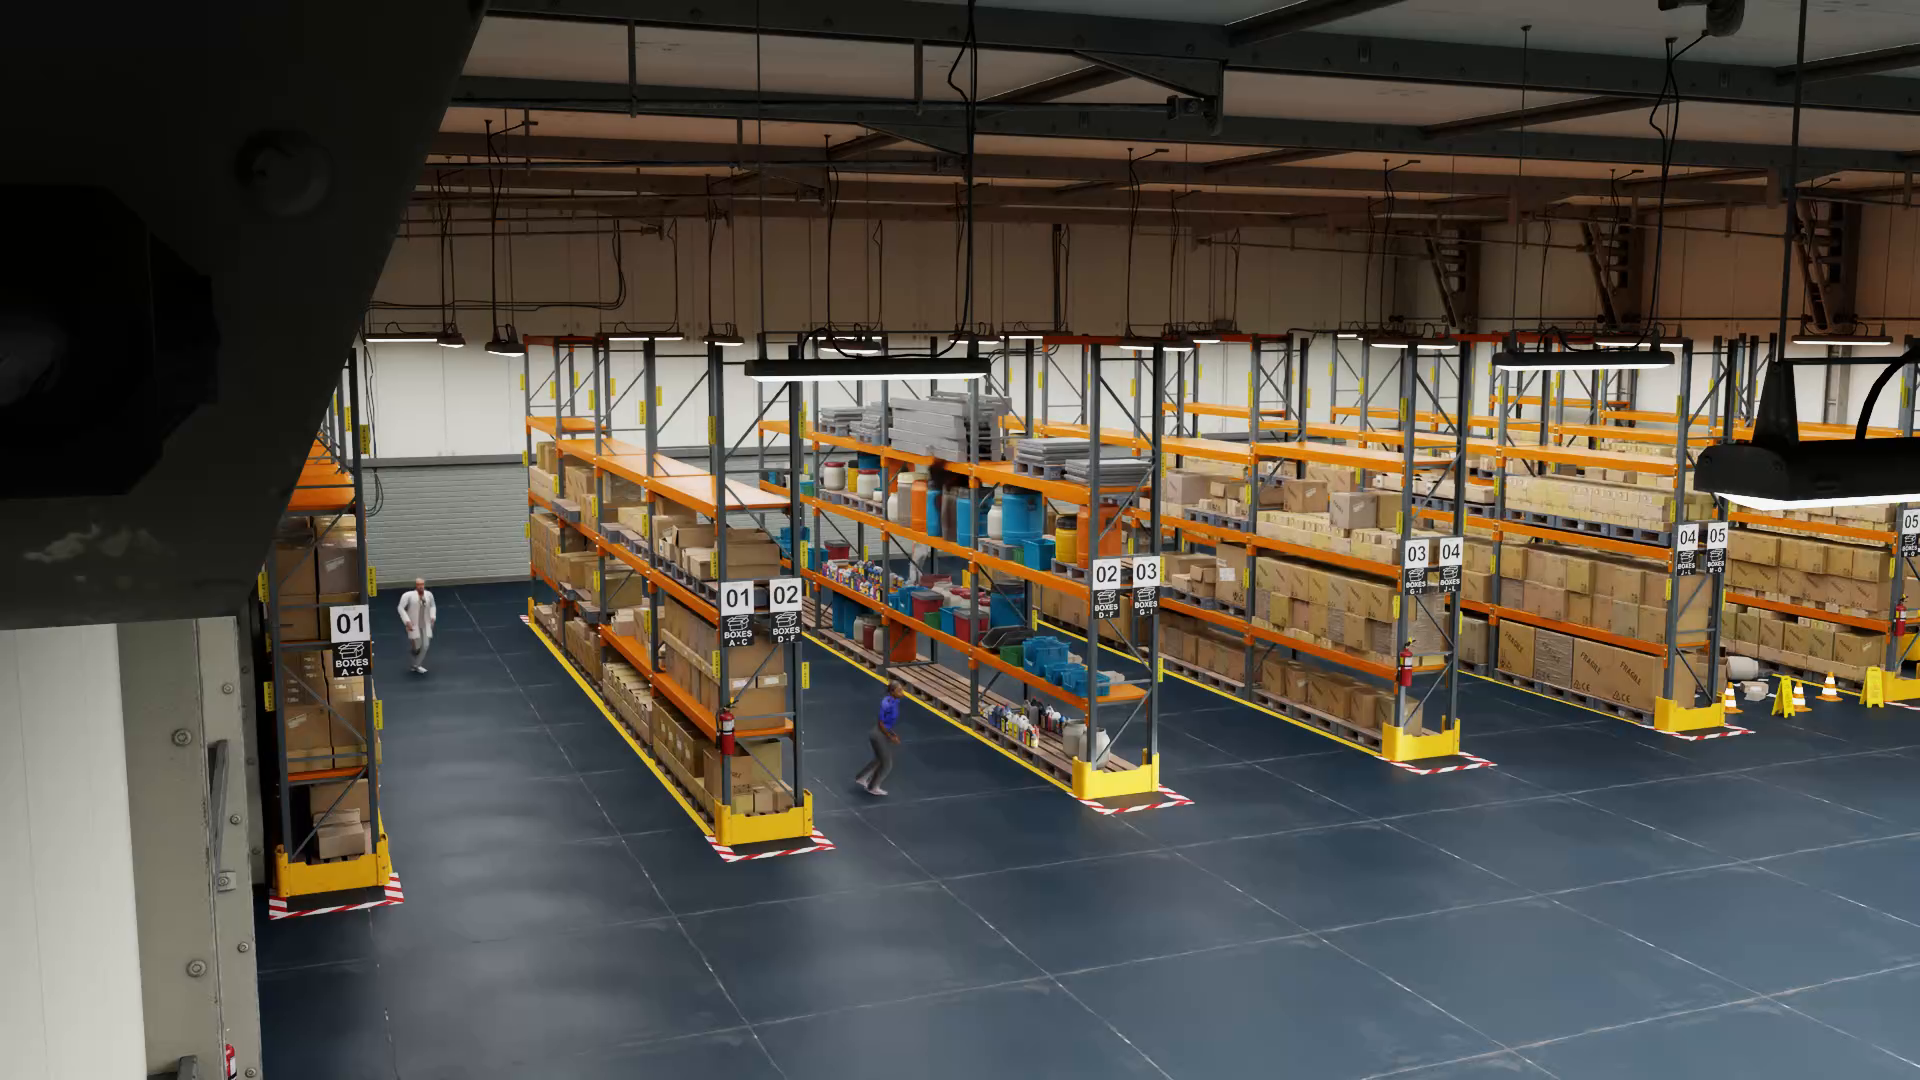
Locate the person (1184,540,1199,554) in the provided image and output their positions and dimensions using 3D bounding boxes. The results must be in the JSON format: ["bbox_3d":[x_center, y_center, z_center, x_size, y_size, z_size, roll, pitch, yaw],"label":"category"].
[{"bbox_3d":[5.875,-0.002,41.742,0.615,1.606,0.613,3,8,20],"label":"person"}]

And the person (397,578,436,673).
[{"bbox_3d":[-9.758,1.538,29.903,0.716,1.674,0.637,-6,10,-38],"label":"person"}]

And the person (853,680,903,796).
[{"bbox_3d":[-1.096,2.627,22.125,0.718,1.588,0.570,1,8,6],"label":"person"}]

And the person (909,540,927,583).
[{"bbox_3d":[-0.999,0.368,38.630,0.566,1.659,0.415,-6,10,-39],"label":"person"}]
